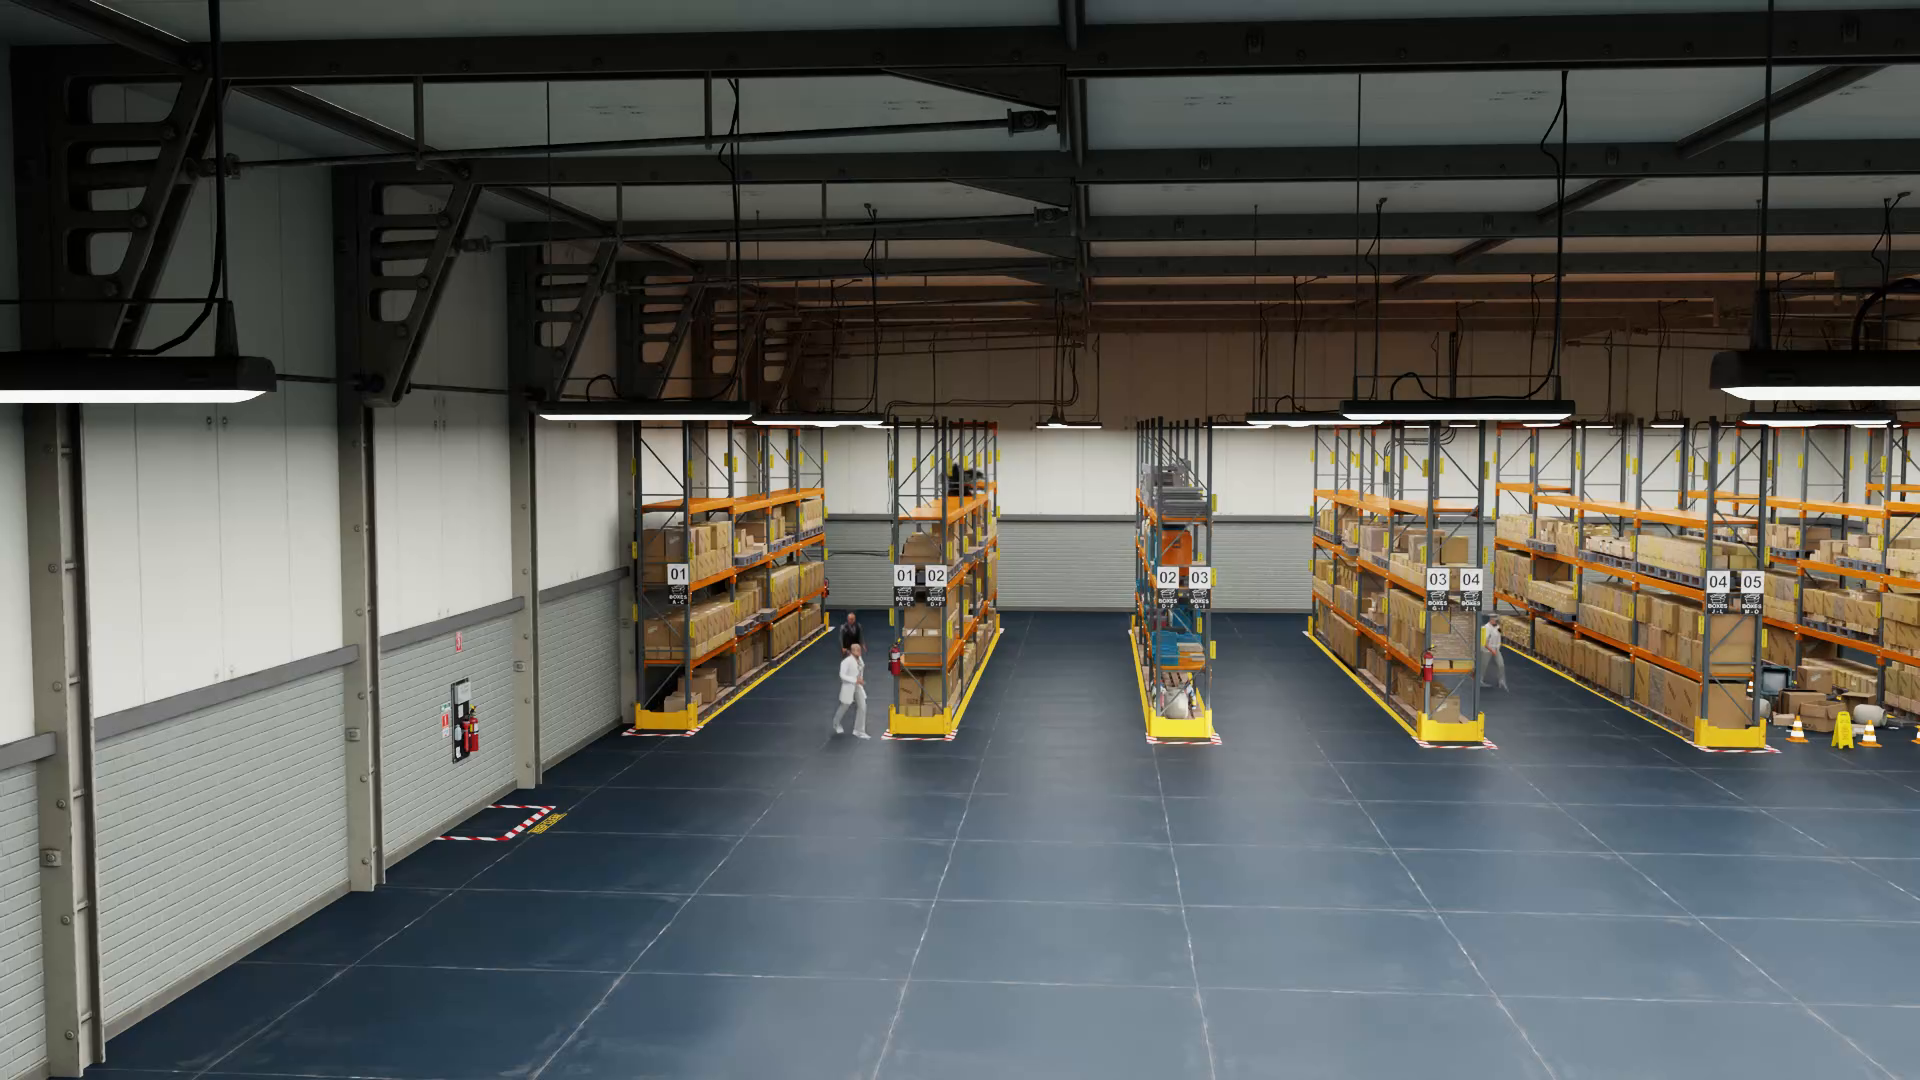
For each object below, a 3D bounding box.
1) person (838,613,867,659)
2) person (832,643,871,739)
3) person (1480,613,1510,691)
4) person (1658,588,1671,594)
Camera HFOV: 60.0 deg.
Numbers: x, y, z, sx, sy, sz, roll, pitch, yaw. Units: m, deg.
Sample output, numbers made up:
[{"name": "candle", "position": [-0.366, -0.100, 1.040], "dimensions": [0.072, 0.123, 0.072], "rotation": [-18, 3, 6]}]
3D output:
[{"name": "person", "position": [-2.469, 2.456, 37.529], "dimensions": [0.656, 1.653, 0.566], "rotation": [-3, 5, -36]}, {"name": "person", "position": [-2.087, 2.814, 31.132], "dimensions": [0.903, 1.807, 0.702], "rotation": [4, 5, 45]}, {"name": "person", "position": [11.773, 2.494, 36.926], "dimensions": [0.616, 1.777, 0.833], "rotation": [-1, 4, -20]}, {"name": "person", "position": [20.675, 1.625, 48.756], "dimensions": [0.931, 1.764, 0.686], "rotation": [-1, 4, -13]}]
